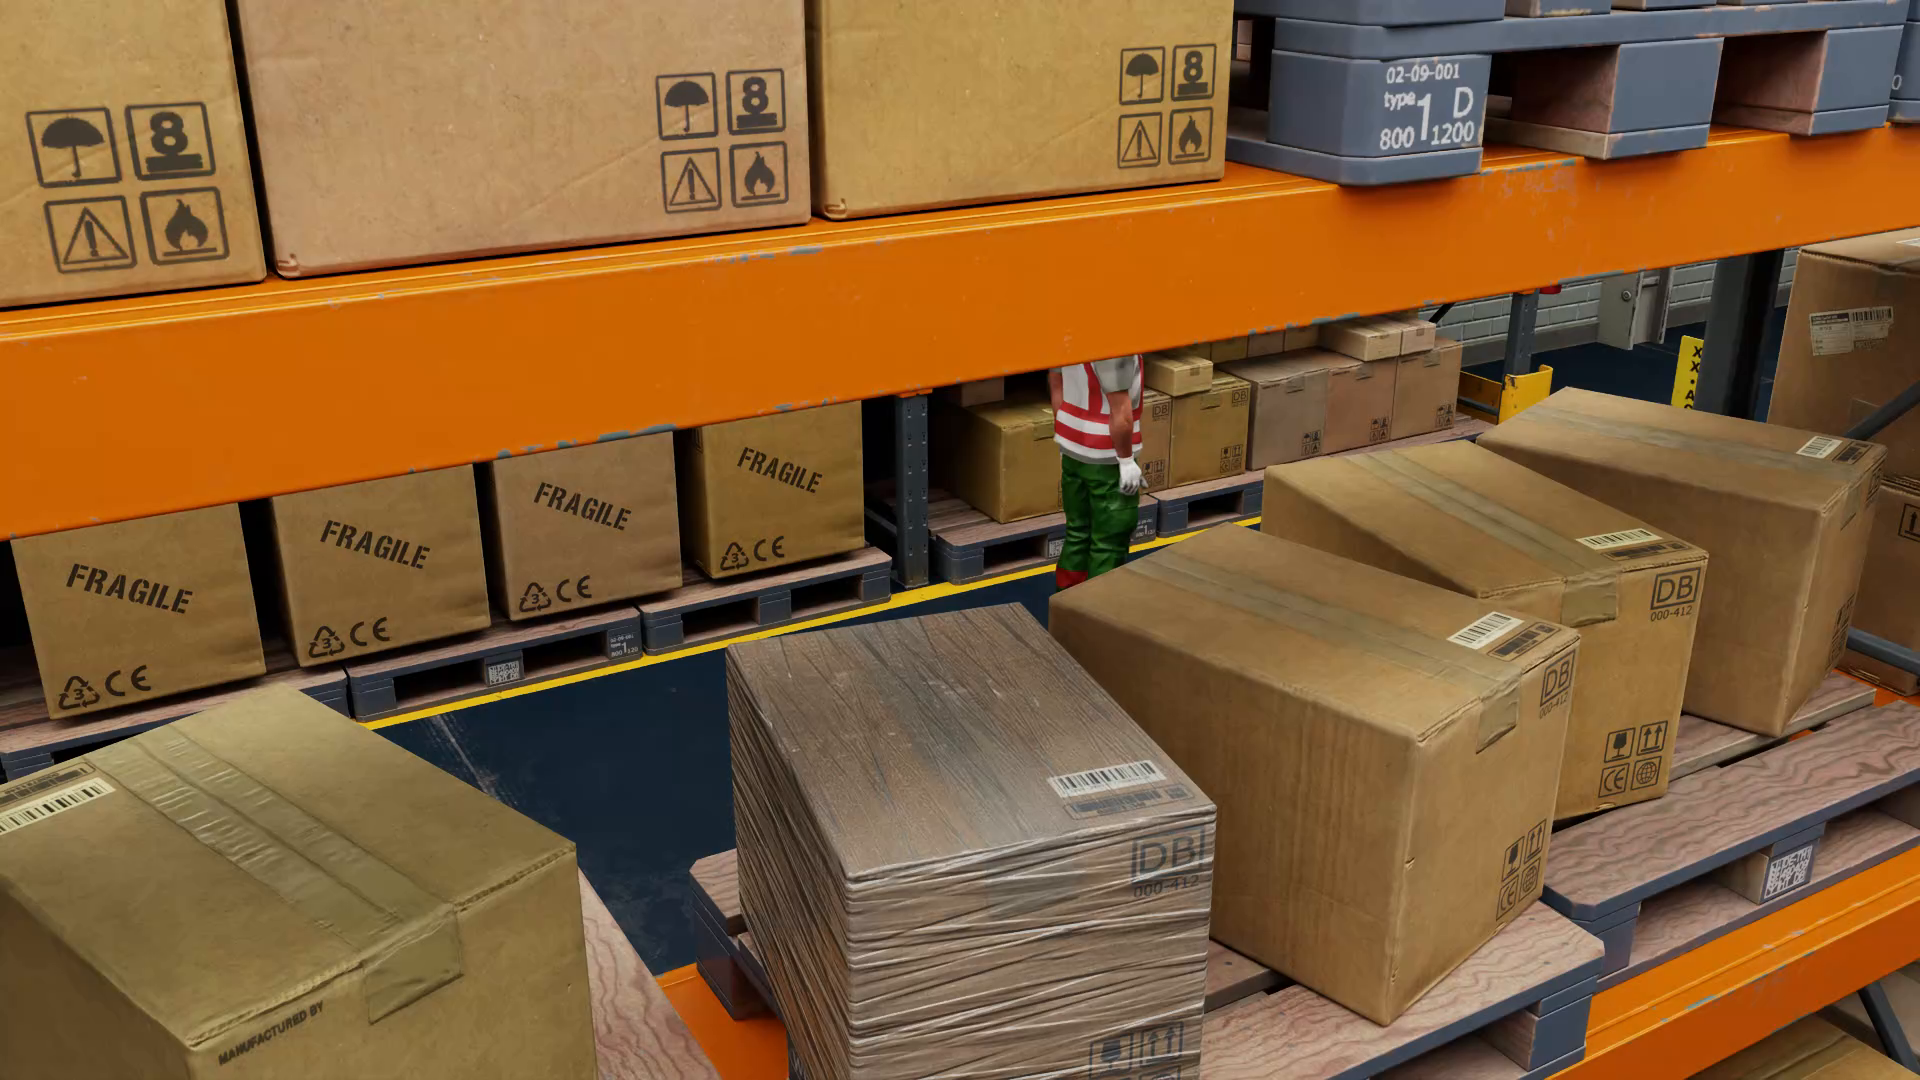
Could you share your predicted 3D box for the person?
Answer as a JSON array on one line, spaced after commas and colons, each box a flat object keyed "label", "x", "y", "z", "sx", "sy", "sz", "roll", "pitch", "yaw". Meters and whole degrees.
[{"label": "person", "x": 0.597, "y": -0.368, "z": 6.980, "sx": 0.374, "sy": 1.794, "sz": 0.535, "roll": -12, "pitch": 24, "yaw": -28}]
